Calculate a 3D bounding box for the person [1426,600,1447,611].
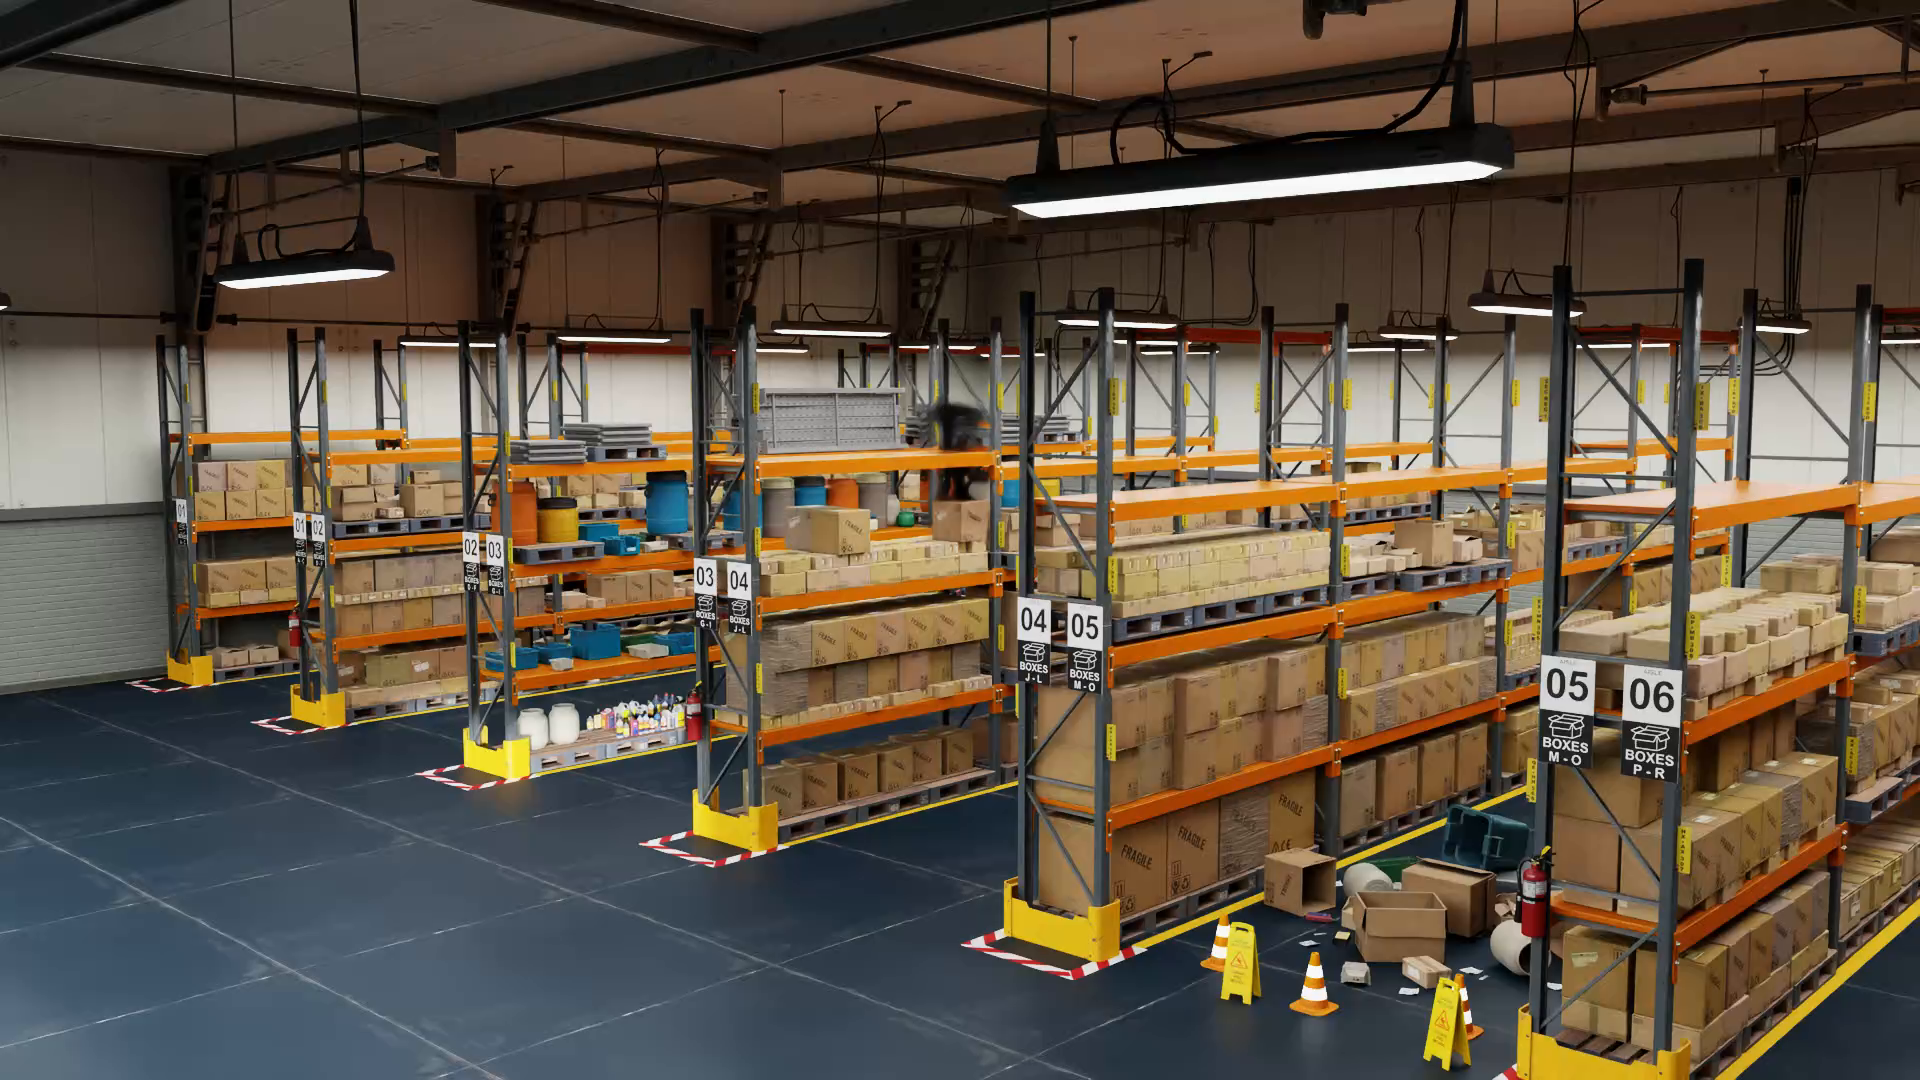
[{"bbox_3d":[8.847,1.398,31.510,0.605,1.585,0.979,-2,6,-18],"label":"person"}]
